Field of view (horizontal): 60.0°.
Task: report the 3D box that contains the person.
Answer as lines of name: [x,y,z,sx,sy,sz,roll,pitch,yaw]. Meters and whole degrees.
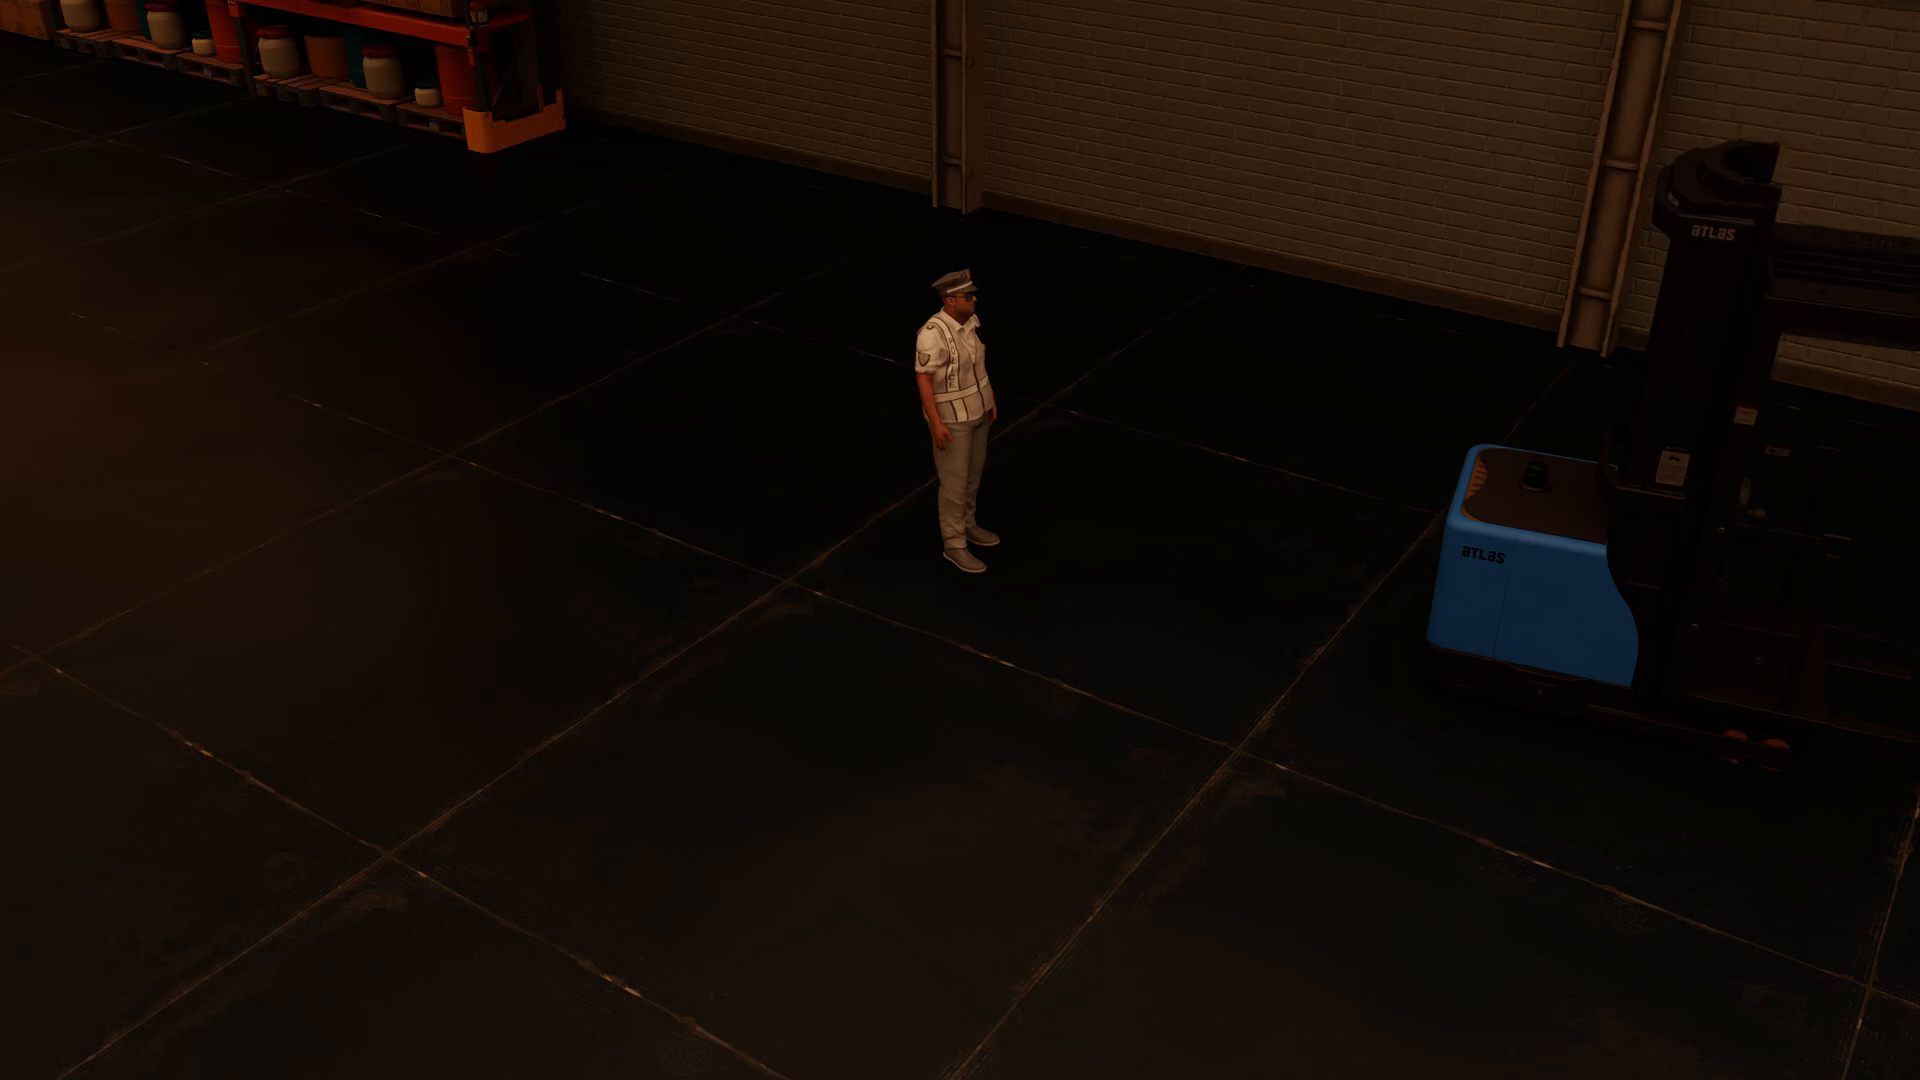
person: [0.058,-0.751,10.002,0.574,1.780,0.641,19,35,29]

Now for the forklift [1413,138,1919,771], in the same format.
forklift: [4.048,-0.395,8.262,3.031,2.935,1.130,12,32,19]
